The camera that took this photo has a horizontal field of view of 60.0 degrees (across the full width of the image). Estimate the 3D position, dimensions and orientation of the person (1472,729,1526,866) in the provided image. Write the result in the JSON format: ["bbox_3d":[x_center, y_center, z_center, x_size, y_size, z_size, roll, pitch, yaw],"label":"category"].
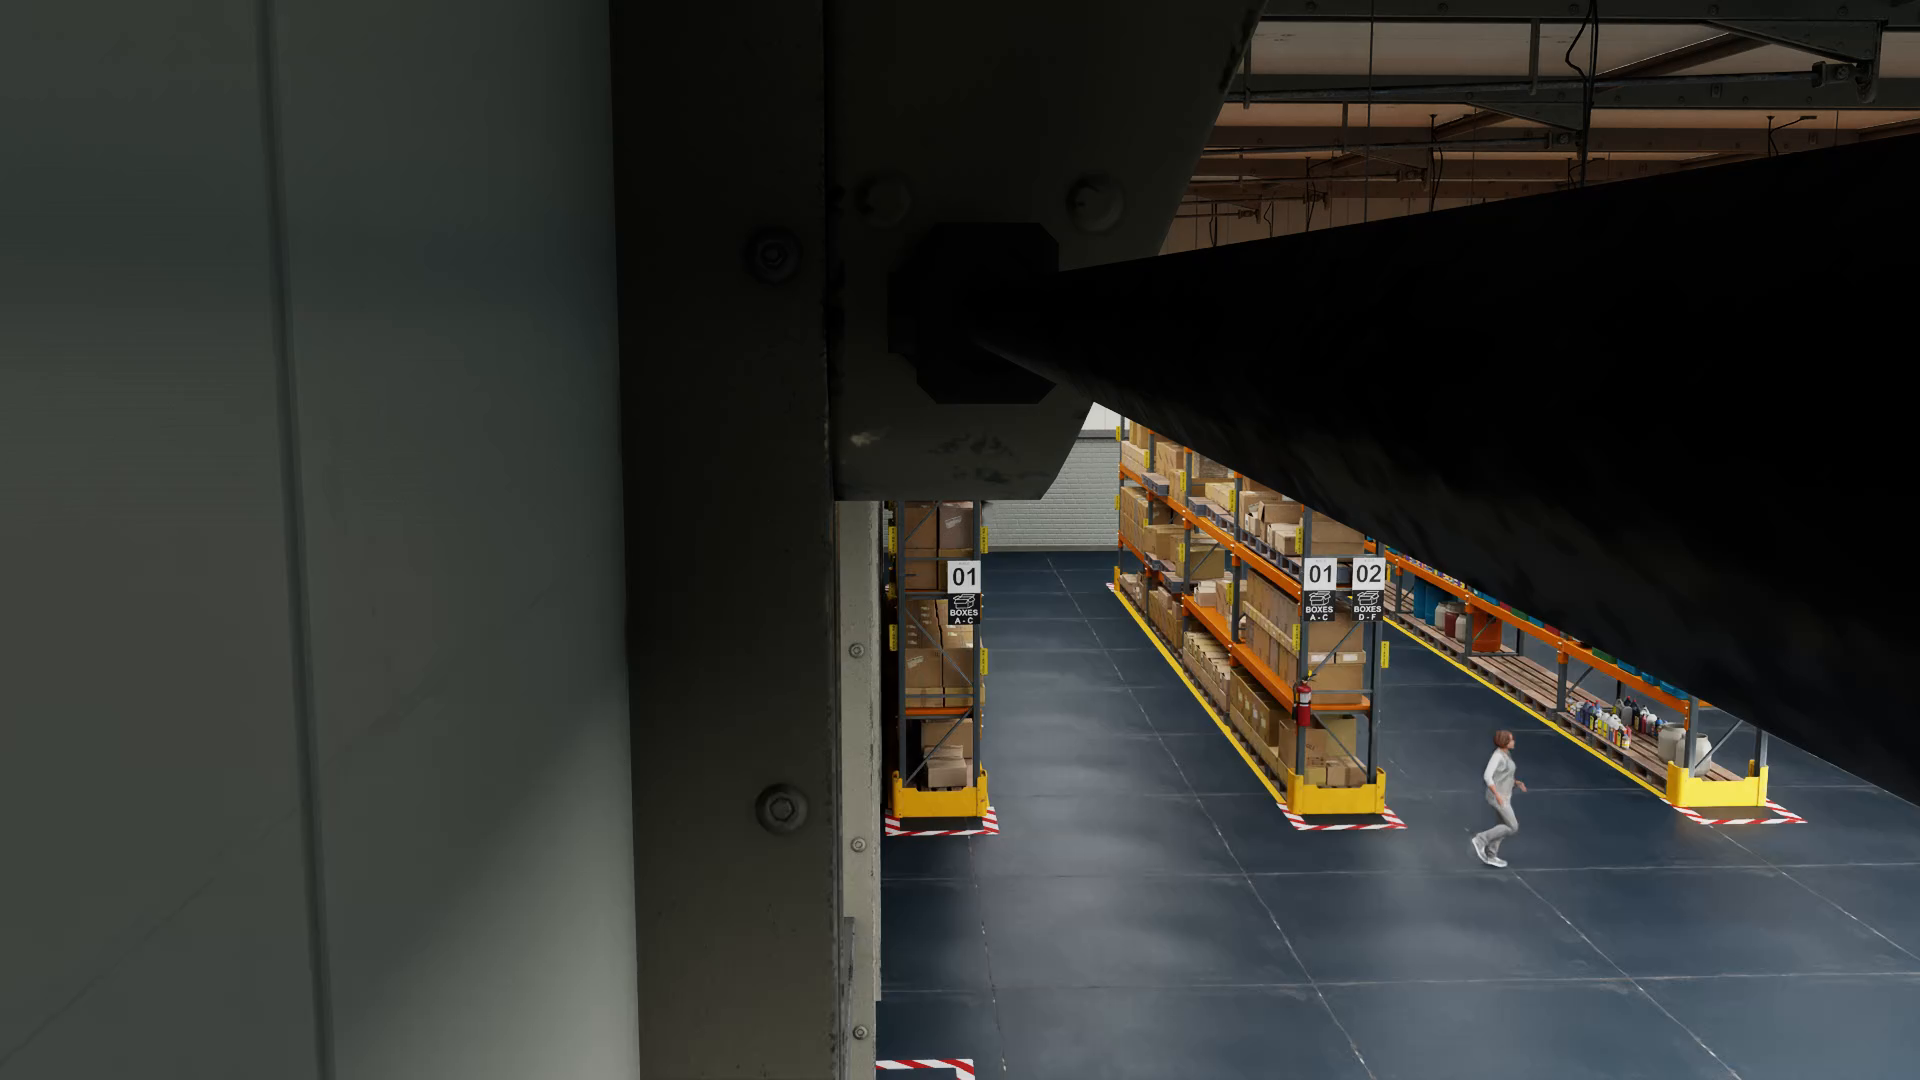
[{"bbox_3d":[6.065,2.892,18.658,0.529,1.569,0.551,4,9,23],"label":"person"}]
